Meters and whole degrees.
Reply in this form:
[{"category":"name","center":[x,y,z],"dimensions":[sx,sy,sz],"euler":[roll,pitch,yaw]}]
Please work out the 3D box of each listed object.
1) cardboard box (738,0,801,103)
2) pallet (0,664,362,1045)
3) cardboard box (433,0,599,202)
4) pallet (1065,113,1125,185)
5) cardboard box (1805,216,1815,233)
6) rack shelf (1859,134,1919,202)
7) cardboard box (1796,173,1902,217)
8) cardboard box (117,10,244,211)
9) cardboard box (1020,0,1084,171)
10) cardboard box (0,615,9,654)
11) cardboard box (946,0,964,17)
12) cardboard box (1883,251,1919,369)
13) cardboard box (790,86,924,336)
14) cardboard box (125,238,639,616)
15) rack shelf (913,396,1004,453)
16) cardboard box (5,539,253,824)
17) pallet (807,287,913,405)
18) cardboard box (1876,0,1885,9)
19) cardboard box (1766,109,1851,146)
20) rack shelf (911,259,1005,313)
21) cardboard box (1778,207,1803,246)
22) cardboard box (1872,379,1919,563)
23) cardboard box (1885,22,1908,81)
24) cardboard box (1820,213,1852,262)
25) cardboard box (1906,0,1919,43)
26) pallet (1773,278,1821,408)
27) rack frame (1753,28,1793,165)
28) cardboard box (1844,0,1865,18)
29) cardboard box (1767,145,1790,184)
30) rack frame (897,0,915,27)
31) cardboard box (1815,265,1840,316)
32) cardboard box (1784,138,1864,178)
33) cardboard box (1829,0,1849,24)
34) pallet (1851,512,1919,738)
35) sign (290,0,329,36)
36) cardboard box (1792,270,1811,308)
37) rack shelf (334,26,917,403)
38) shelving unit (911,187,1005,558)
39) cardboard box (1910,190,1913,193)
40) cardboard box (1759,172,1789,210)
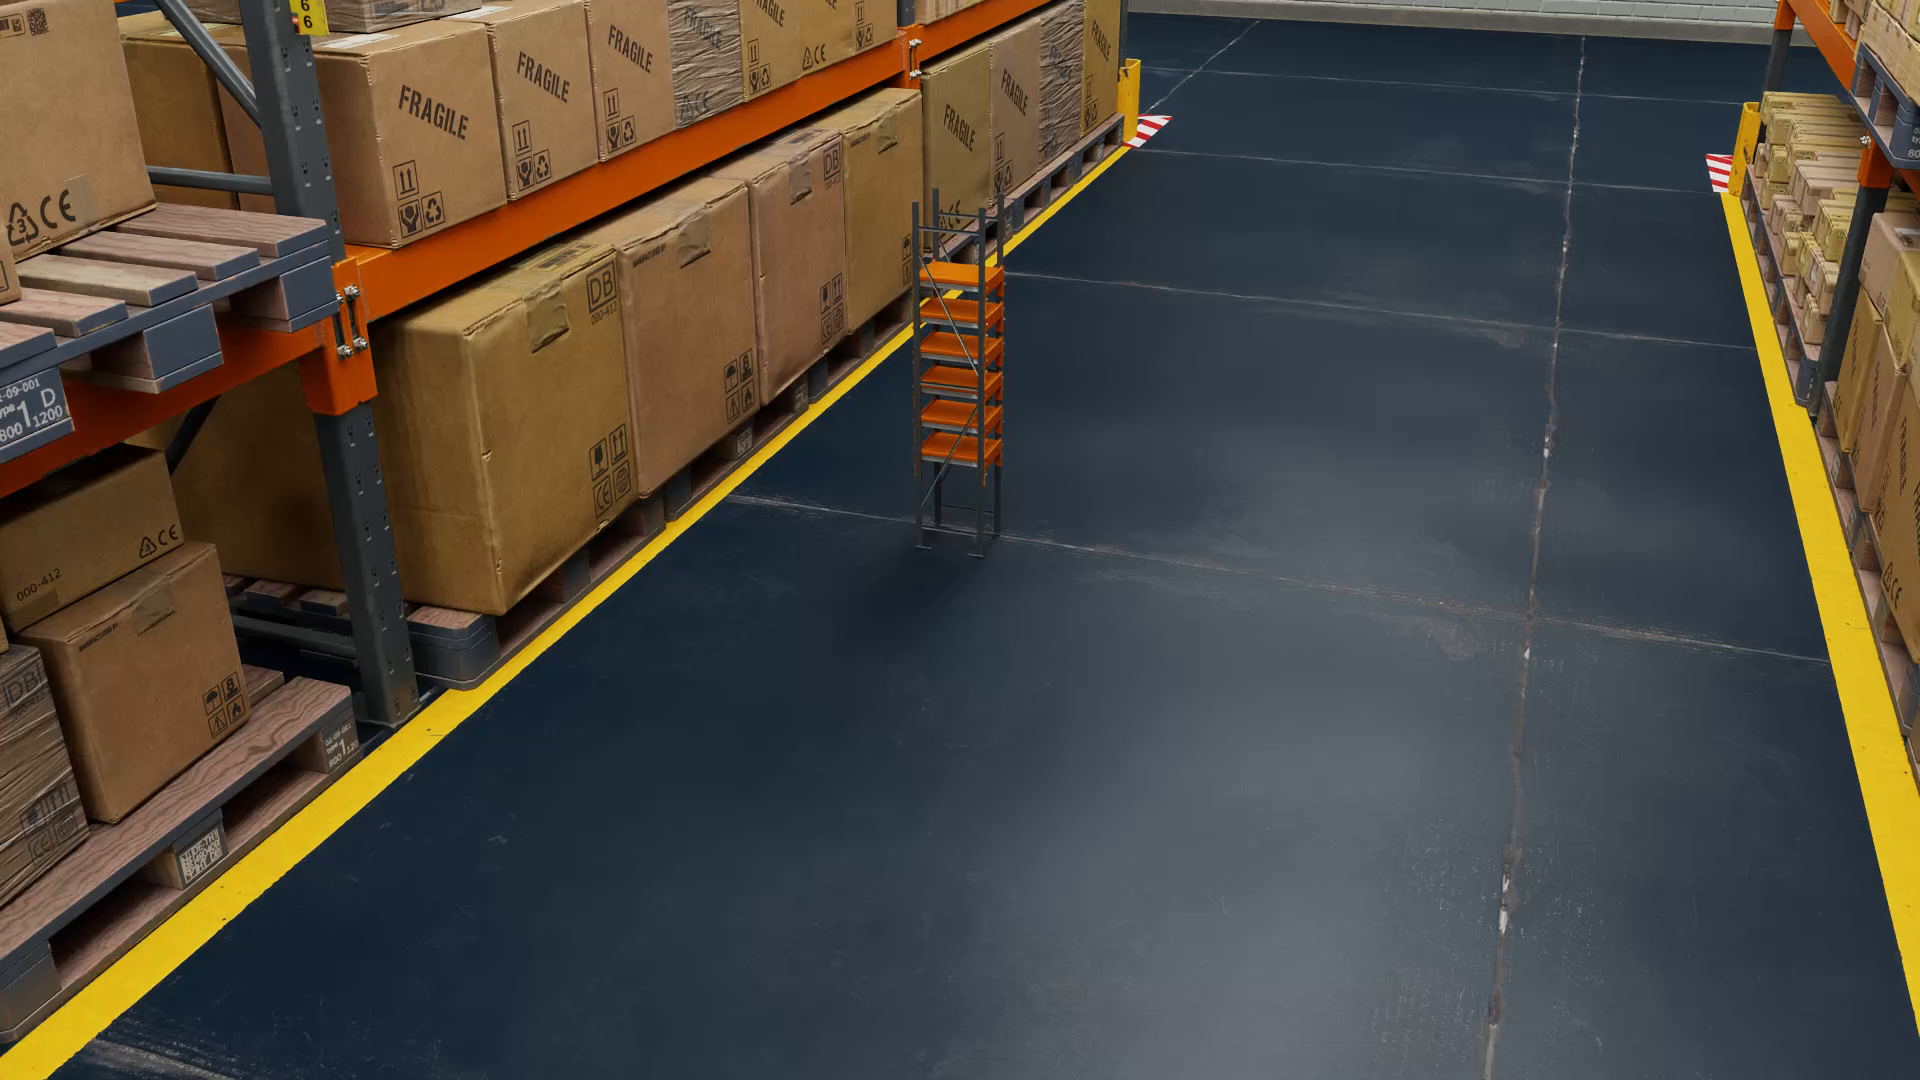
[{"category":"cardboard box","center":[-0.932,-1.951,6.223],"dimensions":[0.500,0.500,0.500],"euler":[8,27,17]},{"category":"pallet","center":[-2.288,0.664,4.137],"dimensions":[1.003,0.211,1.213],"euler":[9,27,17]},{"category":"cardboard box","center":[-1.439,-1.330,4.939],"dimensions":[0.500,0.500,0.500],"euler":[8,27,16]},{"category":"pallet","center":[0.443,-2.605,10.887],"dimensions":[1.003,0.211,1.213],"euler":[9,27,17]},{"category":"cardboard box","center":[4.146,-1.432,7.715],"dimensions":[0.380,0.149,0.250],"euler":[9,27,19]},{"category":"rack shelf","center":[3.282,-0.649,4.475],"dimensions":[1.077,0.370,4.000],"euler":[9,27,17]},{"category":"cardboard box","center":[4.108,-1.587,7.692],"dimensions":[0.380,0.149,0.250],"euler":[7,27,15]},{"category":"cardboard box","center":[-2.096,-1.196,4.663],"dimensions":[0.500,0.500,0.500],"euler":[10,27,19]},{"category":"cardboard box","center":[0.195,-2.784,10.014],"dimensions":[0.875,0.875,0.875],"euler":[9,27,17]},{"category":"cardboard box","center":[-2.388,0.177,3.446],"dimensions":[0.500,0.250,0.500],"euler":[12,28,23]},{"category":"cardboard box","center":[-0.196,-2.624,8.016],"dimensions":[0.380,0.149,0.250],"euler":[8,27,16]},{"category":"cardboard box","center":[3.278,-0.712,5.304],"dimensions":[0.500,0.250,0.500],"euler":[10,27,19]},{"category":"cardboard box","center":[-0.890,-1.523,7.409],"dimensions":[1.225,0.875,0.875],"euler":[9,27,18]},{"category":"cardboard box","center":[-1.777,-0.425,5.143],"dimensions":[1.225,0.875,0.875],"euler":[7,27,15]},{"category":"rack shelf","center":[-0.005,-0.386,5.548],"dimensions":[0.258,0.103,0.180],"euler":[9,27,17]},{"category":"cardboard box","center":[-2.231,0.293,4.066],"dimensions":[0.700,0.500,0.500],"euler":[7,27,15]},{"category":"pallet","center":[-0.881,-0.973,7.517],"dimensions":[1.003,0.211,1.213],"euler":[9,27,17]},{"category":"cardboard box","center":[3.383,-1.910,5.717],"dimensions":[0.380,0.149,0.250],"euler":[9,27,18]},{"category":"cardboard box","center":[4.601,-2.231,9.022],"dimensions":[0.380,0.149,0.250],"euler":[9,27,17]},{"category":"rack shelf","center":[-0.005,-0.818,5.339],"dimensions":[0.258,0.103,0.180],"euler":[9,27,17]},{"category":"cardboard box","center":[4.301,-1.538,8.274],"dimensions":[0.380,0.149,0.250],"euler":[9,27,17]},{"category":"cardboard box","center":[3.116,-0.159,5.023],"dimensions":[0.500,0.500,0.500],"euler":[9,27,18]},{"category":"cardboard box","center":[3.210,-1.559,5.334],"dimensions":[0.380,0.149,0.250],"euler":[9,27,18]},{"category":"cardboard box","center":[3.869,-1.263,7.024],"dimensions":[0.380,0.149,0.250],"euler":[9,27,18]},{"category":"cardboard box","center":[3.127,-1.590,5.057],"dimensions":[0.380,0.149,0.250],"euler":[8,27,15]},{"category":"pallet","center":[4.138,-0.821,7.204],"dimensions":[1.003,0.211,1.213],"euler":[9,27,17]},{"category":"rack frame","center":[5.279,-3.439,9.410],"dimensions":[1.000,3.000,0.127],"euler":[9,27,17]},{"category":"cardboard box","center":[4.016,-2.427,6.864],"dimensions":[0.500,0.500,0.500],"euler":[8,27,16]},{"category":"cardboard box","center":[4.533,-1.993,8.873],"dimensions":[0.380,0.149,0.250],"euler":[10,27,19]},{"category":"rack frame","center":[-0.696,-2.556,7.587],"dimensions":[1.000,3.000,0.127],"euler":[9,27,17]},{"category":"cardboard box","center":[3.753,-1.010,6.843],"dimensions":[0.380,0.149,0.250],"euler":[9,27,18]},{"category":"cardboard box","center":[4.365,-1.903,8.345],"dimensions":[0.380,0.149,0.250],"euler":[9,27,18]},{"category":"cardboard box","center":[4.275,-2.486,7.731],"dimensions":[0.380,0.149,0.250],"euler":[9,27,18]},{"category":"pallet","center":[3.286,0.283,4.923],"dimensions":[1.003,0.211,1.213],"euler":[9,27,17]},{"category":"sign","center":[-1.512,-1.323,3.802],"dimensions":[0.100,0.325,0.005],"euler":[9,27,17]},{"category":"cardboard box","center":[3.950,-1.124,7.419],"dimensions":[0.380,0.149,0.250],"euler":[8,27,16]},{"category":"rack shelf","center":[-1.361,-1.410,6.046],"dimensions":[1.077,0.370,4.000],"euler":[9,27,17]},{"category":"shelving unit","center":[-0.005,-0.534,5.476],"dimensions":[0.258,1.200,0.189],"euler":[9,27,17]},{"category":"cardboard box","center":[4.683,-1.623,7.767],"dimensions":[0.380,0.149,0.250],"euler":[8,27,15]},{"category":"cardboard box","center":[4.528,-1.864,8.948],"dimensions":[0.380,0.149,0.250],"euler":[9,27,18]}]
